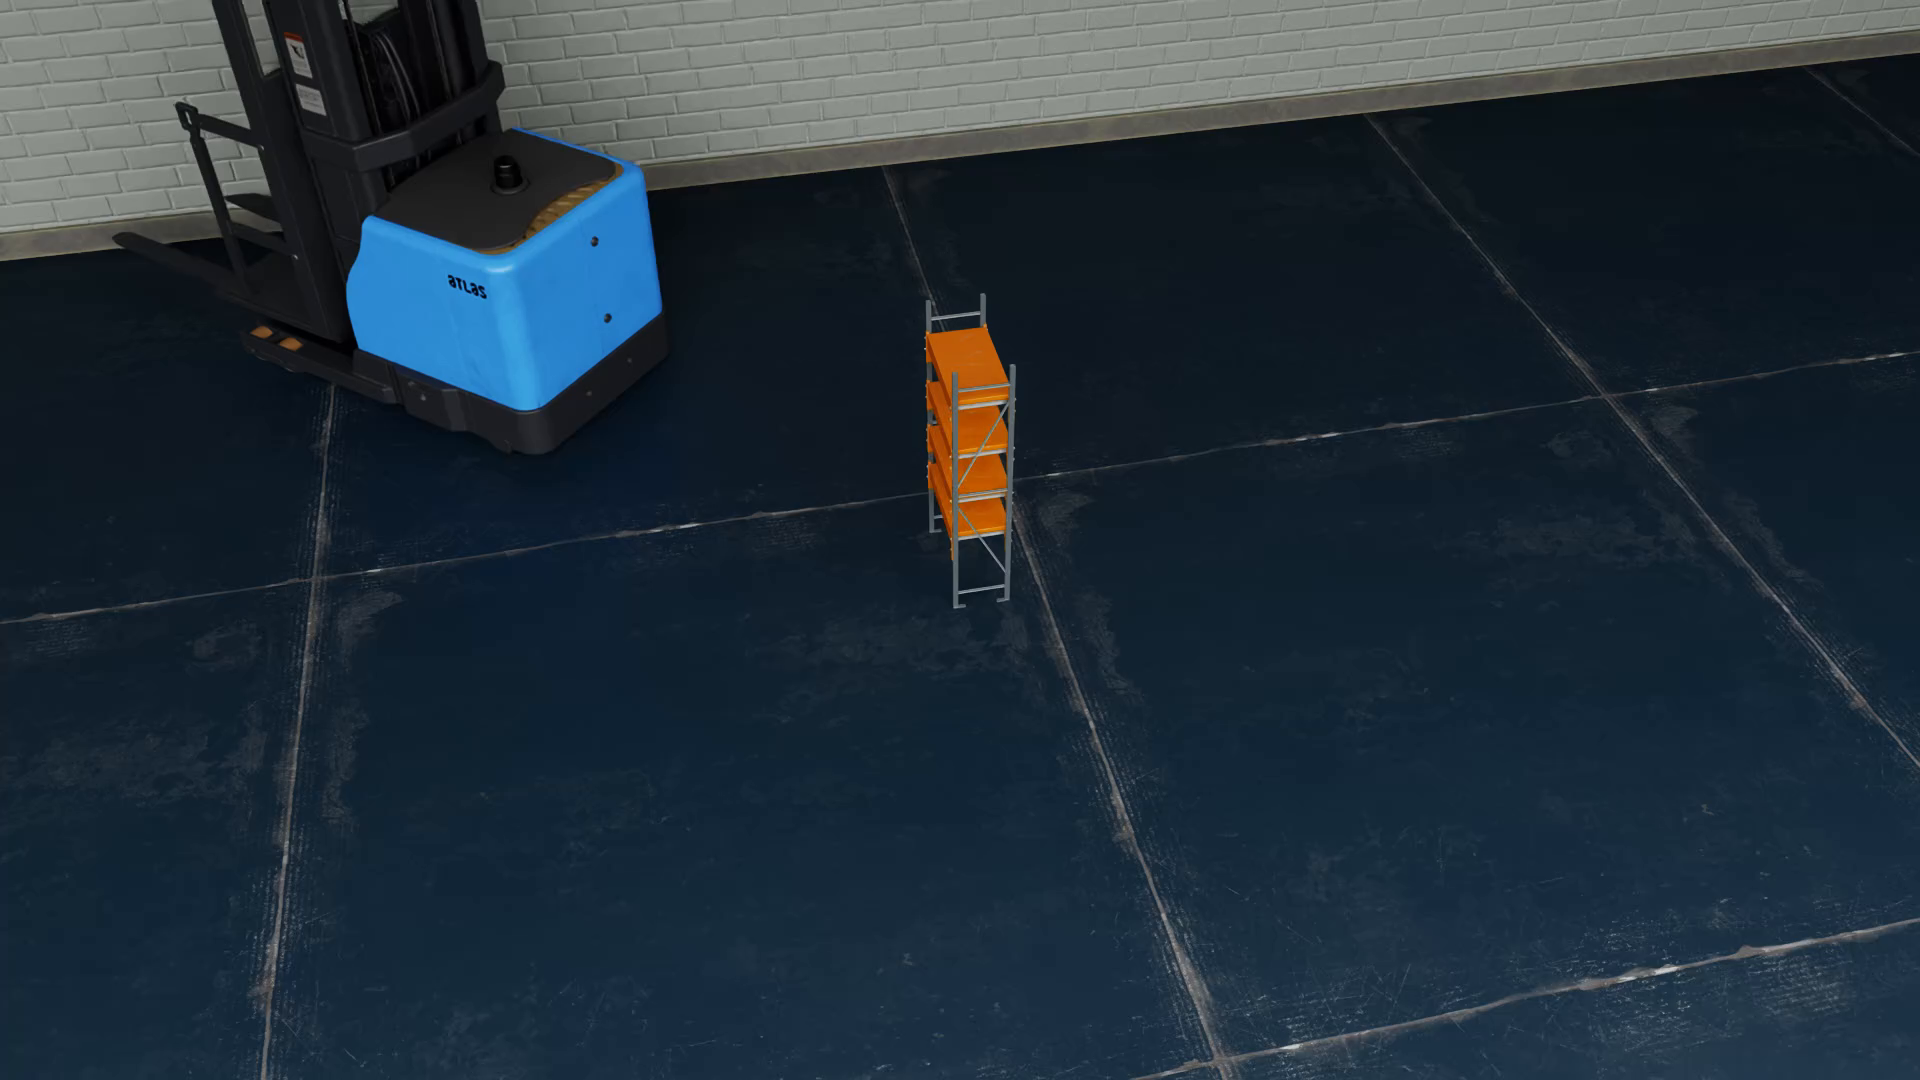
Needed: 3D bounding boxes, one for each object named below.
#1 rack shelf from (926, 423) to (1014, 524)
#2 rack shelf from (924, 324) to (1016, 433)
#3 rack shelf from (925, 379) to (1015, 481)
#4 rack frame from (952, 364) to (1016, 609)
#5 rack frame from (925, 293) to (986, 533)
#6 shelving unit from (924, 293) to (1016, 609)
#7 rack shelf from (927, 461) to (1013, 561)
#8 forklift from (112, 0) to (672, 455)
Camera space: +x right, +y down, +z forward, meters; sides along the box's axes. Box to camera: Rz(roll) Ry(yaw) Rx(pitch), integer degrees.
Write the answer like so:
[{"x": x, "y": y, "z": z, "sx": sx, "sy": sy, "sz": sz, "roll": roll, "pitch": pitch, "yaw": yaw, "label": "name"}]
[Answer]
[{"x": 0.036, "y": -0.291, "z": 6.775, "sx": 0.258, "sy": 0.148, "sz": 0.480, "roll": -8, "pitch": 42, "yaw": -9, "label": "rack shelf"}, {"x": 0.036, "y": -0.635, "z": 6.470, "sx": 0.258, "sy": 0.148, "sz": 0.480, "roll": -8, "pitch": 42, "yaw": -9, "label": "rack shelf"}, {"x": 0.036, "y": -0.458, "z": 6.627, "sx": 0.258, "sy": 0.148, "sz": 0.480, "roll": -8, "pitch": 42, "yaw": -9, "label": "rack shelf"}, {"x": 0.088, "y": -0.183, "z": 6.553, "sx": 0.240, "sy": 1.200, "sz": 0.015, "roll": -8, "pitch": 42, "yaw": -9, "label": "rack frame"}, {"x": -0.017, "y": -0.500, "z": 6.909, "sx": 0.240, "sy": 1.200, "sz": 0.015, "roll": -8, "pitch": 42, "yaw": -9, "label": "rack frame"}, {"x": 0.036, "y": -0.341, "z": 6.731, "sx": 0.258, "sy": 1.200, "sz": 0.503, "roll": -8, "pitch": 42, "yaw": -9, "label": "shelving unit"}, {"x": 0.036, "y": -0.143, "z": 6.907, "sx": 0.258, "sy": 0.148, "sz": 0.480, "roll": -8, "pitch": 42, "yaw": -9, "label": "rack shelf"}, {"x": -2.958, "y": -2.205, "z": 7.526, "sx": 3.031, "sy": 2.935, "sz": 1.130, "roll": 21, "pitch": 46, "yaw": 22, "label": "forklift"}]
